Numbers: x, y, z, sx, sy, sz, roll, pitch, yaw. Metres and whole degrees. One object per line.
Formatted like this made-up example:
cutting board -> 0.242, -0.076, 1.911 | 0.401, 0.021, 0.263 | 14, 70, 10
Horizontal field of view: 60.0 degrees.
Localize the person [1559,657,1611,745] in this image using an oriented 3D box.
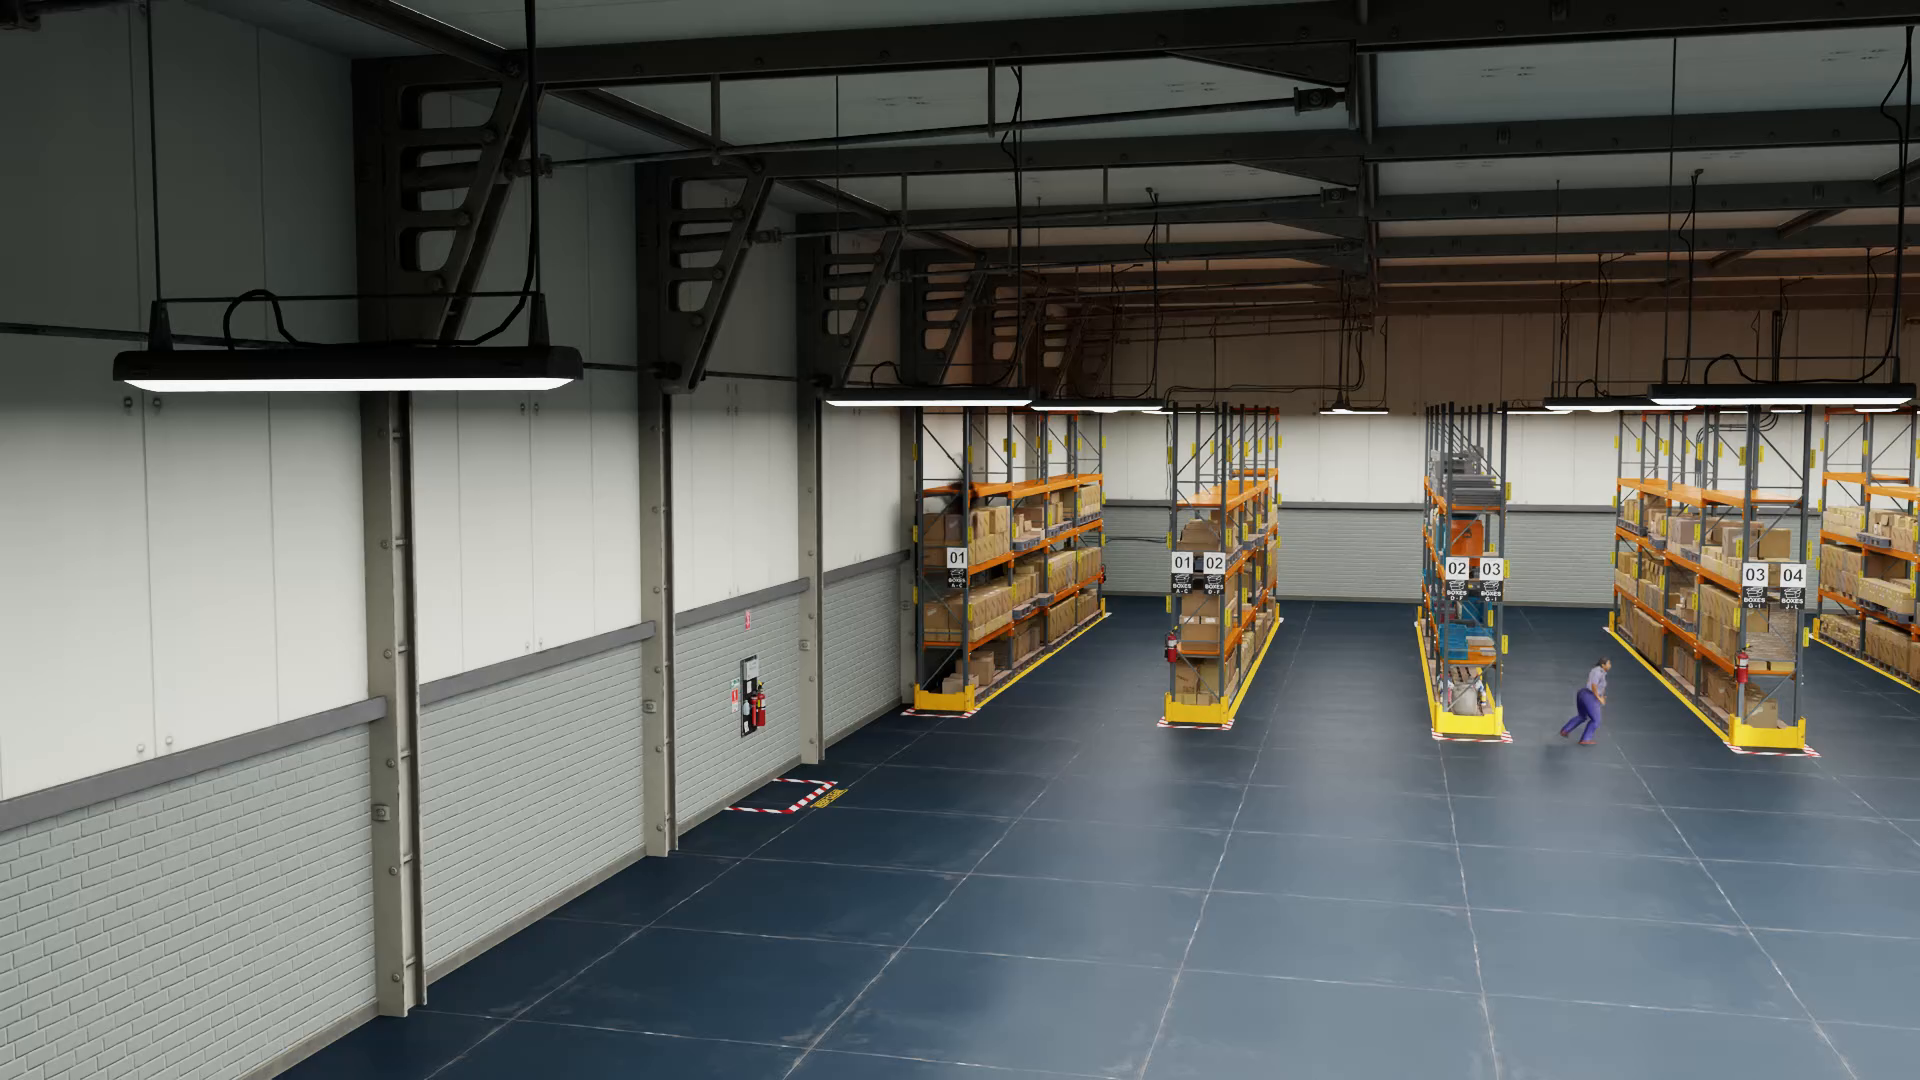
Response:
person -> 10.953, 2.809, 29.129 | 0.790, 1.535, 0.619 | 1, 4, 8
